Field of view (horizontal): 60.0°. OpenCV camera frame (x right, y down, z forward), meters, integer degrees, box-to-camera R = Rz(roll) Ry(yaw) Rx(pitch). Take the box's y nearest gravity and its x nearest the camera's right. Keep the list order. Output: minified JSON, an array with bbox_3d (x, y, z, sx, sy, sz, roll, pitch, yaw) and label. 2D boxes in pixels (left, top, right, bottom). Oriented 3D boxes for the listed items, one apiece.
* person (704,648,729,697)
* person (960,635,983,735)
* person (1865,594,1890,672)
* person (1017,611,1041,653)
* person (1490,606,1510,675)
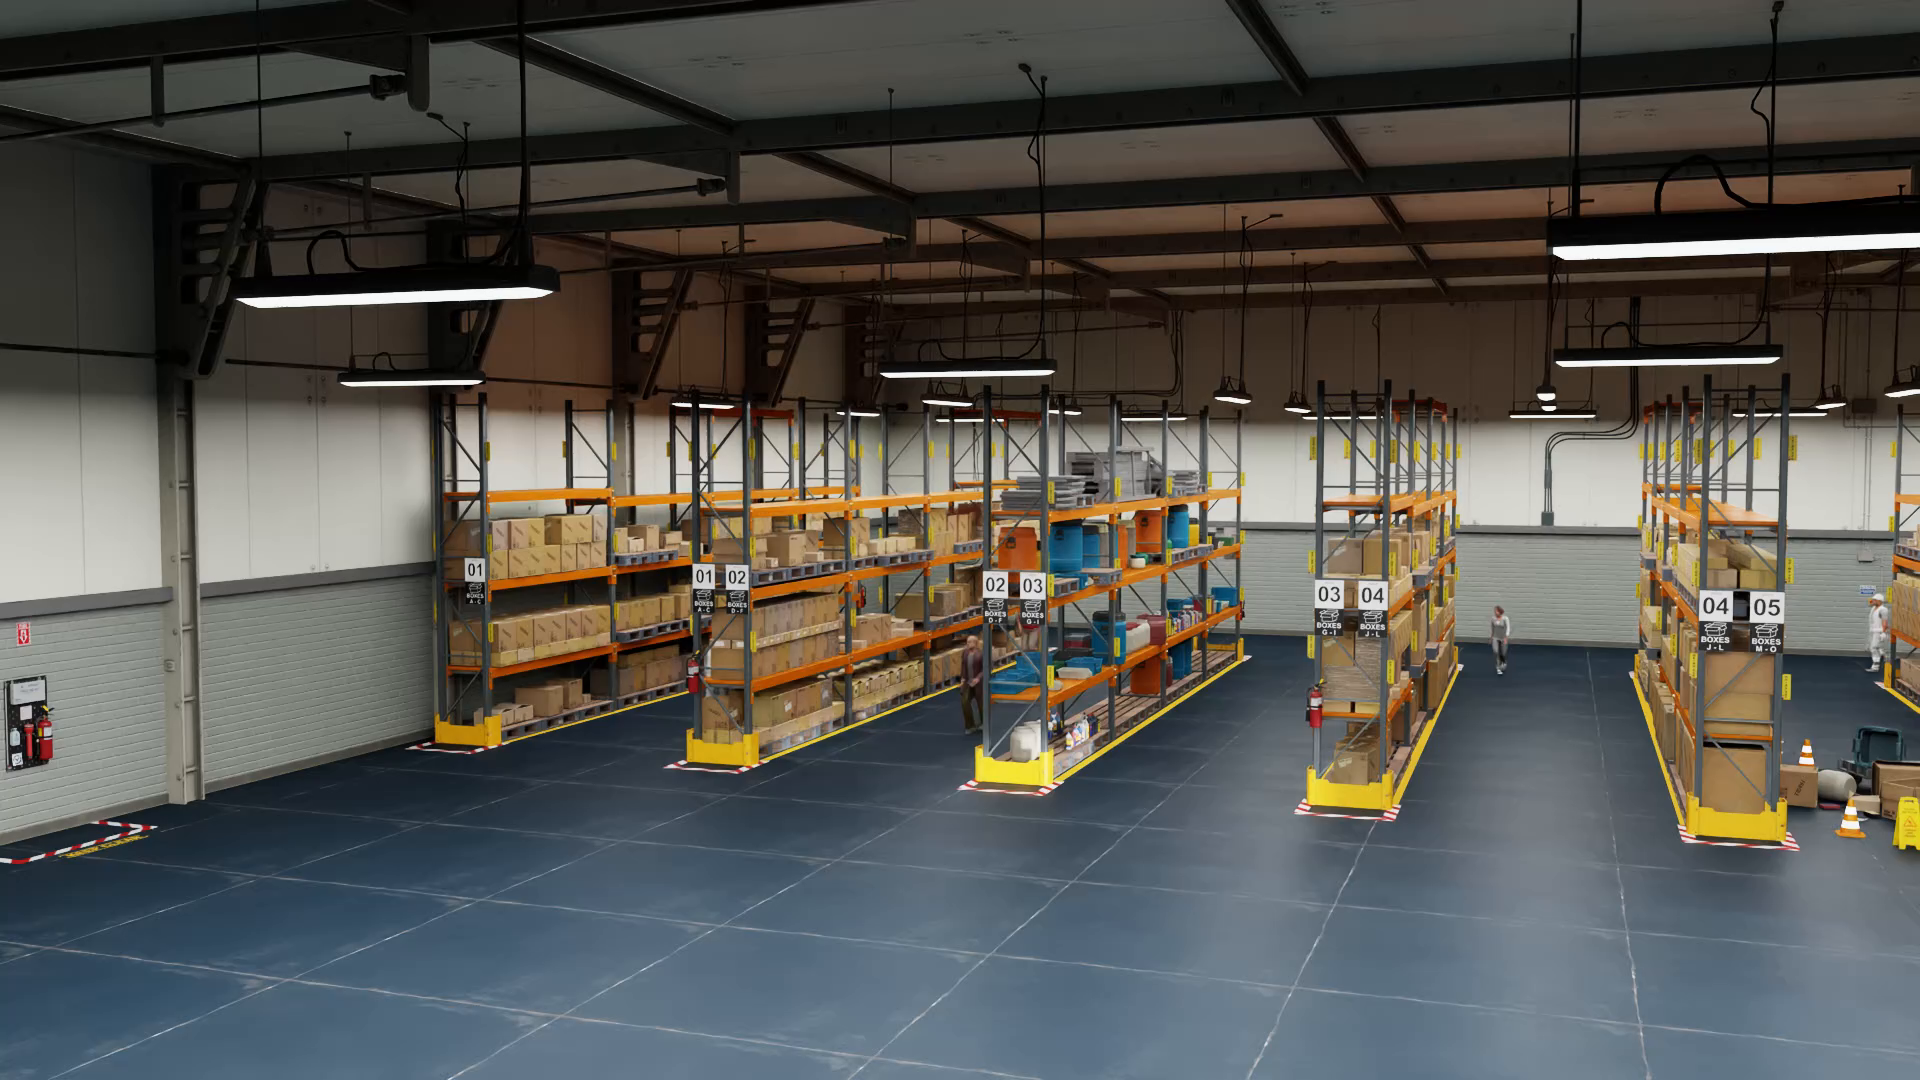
[{"bbox_3d":[-4.403,2.507,30.174,0.576,1.744,0.809,0,3,0],"label":"person"},{"bbox_3d":[0.258,2.611,29.643,0.678,1.837,0.879,2,3,29],"label":"person"},{"bbox_3d":[20.792,2.100,37.568,0.652,1.778,0.534,0,3,2],"label":"person"},{"bbox_3d":[1.641,2.075,37.832,0.709,1.598,0.734,2,3,27],"label":"person"},{"bbox_3d":[12.197,2.244,37.553,0.448,1.522,0.749,1,3,26],"label":"person"}]
